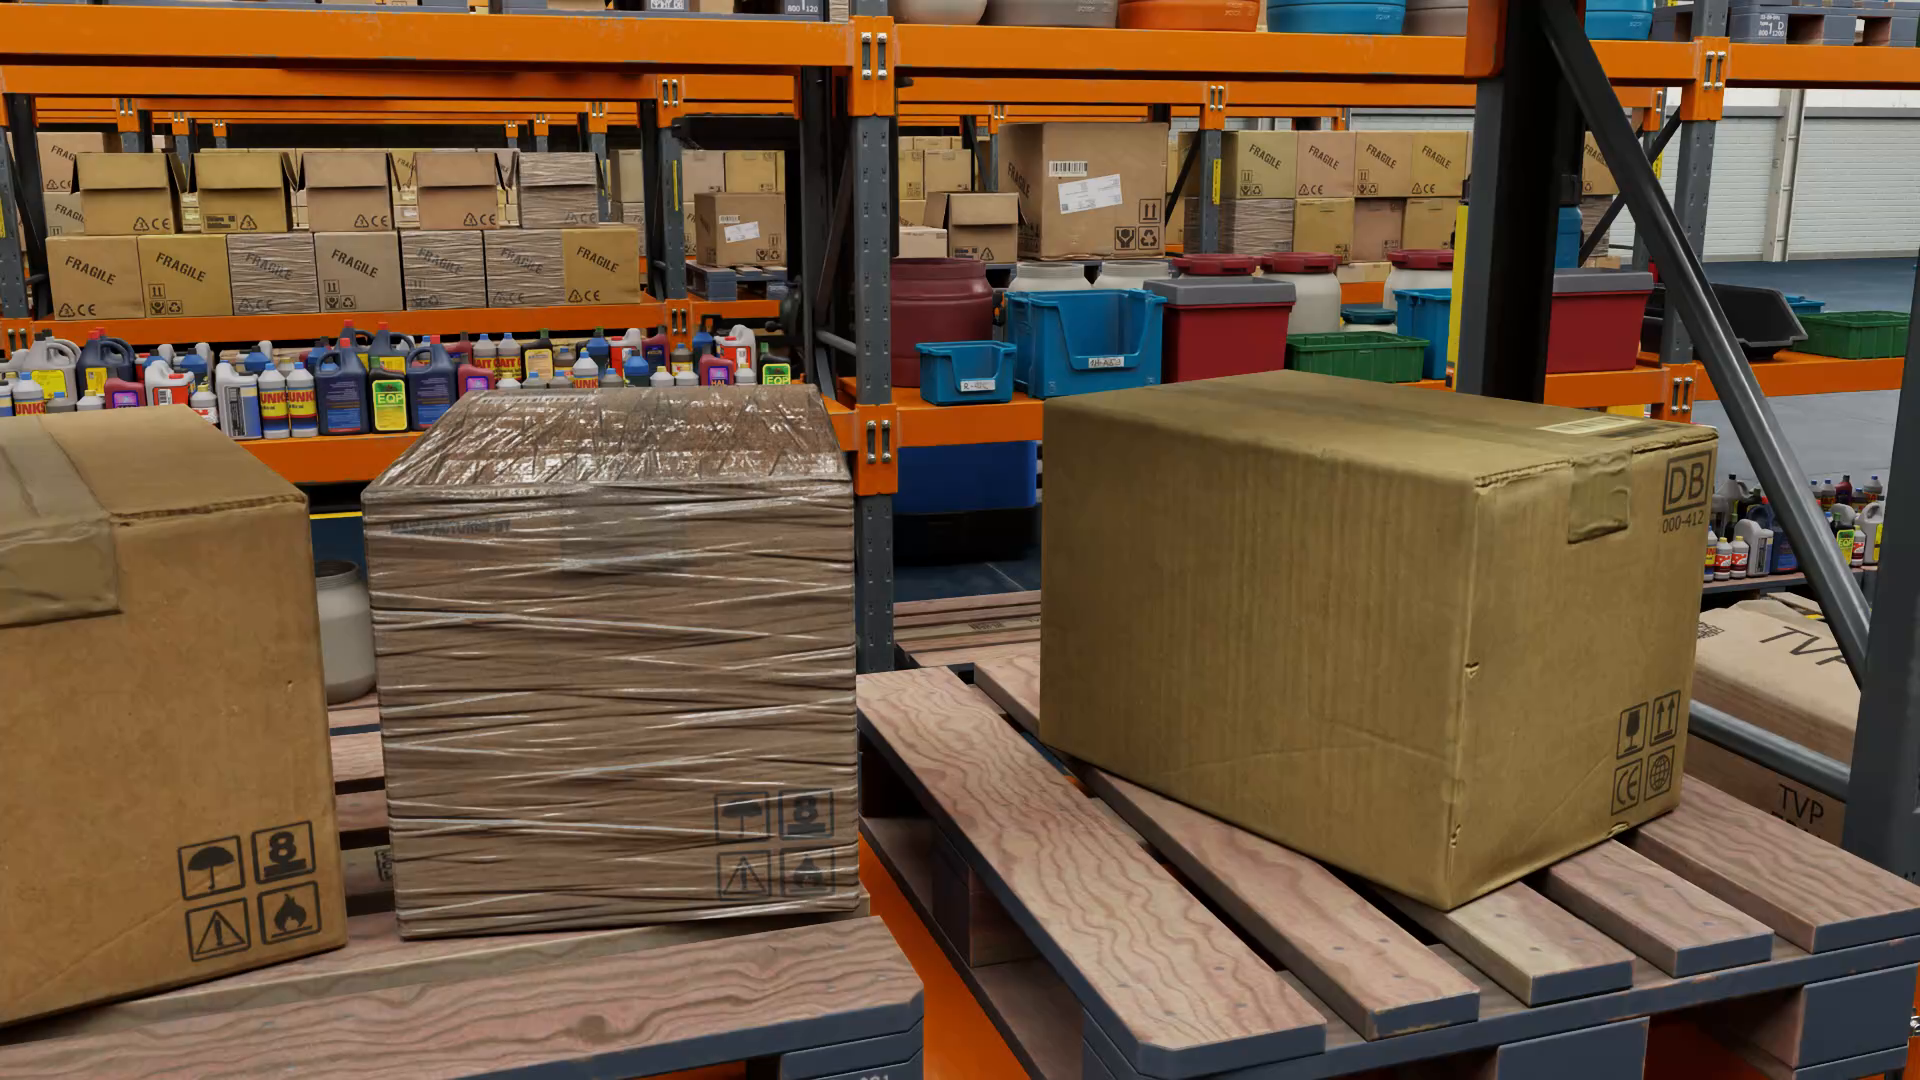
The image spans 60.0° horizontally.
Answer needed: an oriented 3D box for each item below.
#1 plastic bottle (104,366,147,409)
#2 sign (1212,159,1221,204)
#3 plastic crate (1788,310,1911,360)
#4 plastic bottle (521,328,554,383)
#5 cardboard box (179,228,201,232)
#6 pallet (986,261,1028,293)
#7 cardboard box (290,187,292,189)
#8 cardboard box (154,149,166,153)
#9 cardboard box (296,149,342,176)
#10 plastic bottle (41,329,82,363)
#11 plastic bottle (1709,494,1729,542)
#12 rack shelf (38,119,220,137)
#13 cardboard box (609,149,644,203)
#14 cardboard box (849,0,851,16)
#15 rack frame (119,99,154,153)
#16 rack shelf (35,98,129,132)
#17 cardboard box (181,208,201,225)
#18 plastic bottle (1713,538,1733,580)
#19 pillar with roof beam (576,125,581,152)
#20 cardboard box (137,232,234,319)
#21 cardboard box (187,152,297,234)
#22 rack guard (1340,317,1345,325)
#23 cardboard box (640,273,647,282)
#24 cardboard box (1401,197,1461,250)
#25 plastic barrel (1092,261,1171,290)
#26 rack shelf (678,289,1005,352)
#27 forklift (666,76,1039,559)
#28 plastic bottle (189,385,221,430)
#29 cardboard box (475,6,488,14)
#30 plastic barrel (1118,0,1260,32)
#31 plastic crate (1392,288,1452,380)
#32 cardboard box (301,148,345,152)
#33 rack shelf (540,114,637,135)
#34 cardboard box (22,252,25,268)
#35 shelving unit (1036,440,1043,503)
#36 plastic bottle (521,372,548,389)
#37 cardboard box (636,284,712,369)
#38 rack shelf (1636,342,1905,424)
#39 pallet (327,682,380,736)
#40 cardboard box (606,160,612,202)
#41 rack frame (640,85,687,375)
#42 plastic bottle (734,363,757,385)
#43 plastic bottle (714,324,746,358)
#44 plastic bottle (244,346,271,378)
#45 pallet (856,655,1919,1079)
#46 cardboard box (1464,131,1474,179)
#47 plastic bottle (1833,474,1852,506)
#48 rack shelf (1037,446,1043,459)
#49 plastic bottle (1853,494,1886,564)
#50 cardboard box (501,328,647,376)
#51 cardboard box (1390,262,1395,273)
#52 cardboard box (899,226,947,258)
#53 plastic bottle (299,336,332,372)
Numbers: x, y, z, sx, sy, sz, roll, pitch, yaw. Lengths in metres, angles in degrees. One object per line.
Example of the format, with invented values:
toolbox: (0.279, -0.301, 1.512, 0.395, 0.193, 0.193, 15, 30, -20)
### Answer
plastic bottle: (-2.960, -0.475, 5.909, 0.133, 0.283, 0.061, -4, 14, -18)
sign: (1.898, -2.651, 12.304, 0.005, 0.325, 0.100, -4, 14, -18)
plastic crate: (4.674, -1.058, 8.567, 0.662, 0.188, 0.450, -4, 14, -18)
plastic bottle: (-1.806, -0.759, 7.103, 0.133, 0.283, 0.061, -4, 14, -18)
cardboard box: (-5.037, -1.797, 10.999, 0.500, 0.500, 0.500, -4, 14, -16)
pallet: (-0.210, -1.976, 12.381, 1.213, 0.211, 1.003, -4, 14, -18)
cardboard box: (-6.284, -3.216, 15.531, 0.250, 0.149, 0.380, -5, 14, -18)
cardboard box: (-9.384, -4.232, 19.075, 0.500, 0.500, 0.500, -5, 14, -19)
cardboard box: (-7.567, -4.377, 19.685, 0.500, 0.500, 0.500, -5, 14, -19)
plastic bottle: (-3.518, -0.648, 6.492, 0.185, 0.351, 0.144, -4, 14, -18)
plastic bottle: (4.069, -0.106, 9.042, 0.135, 0.276, 0.152, -4, 14, -18)
rack shelf: (-12.507, -5.842, 23.295, 4.000, 0.370, 1.077, -4, 14, -18)
cardboard box: (-3.131, -3.575, 16.315, 0.500, 0.500, 0.700, -5, 14, -18)
cardboard box: (-0.590, -3.719, 11.516, 0.500, 0.500, 0.500, -5, 14, -20)
rack frame: (-7.351, -2.714, 15.071, 0.127, 3.000, 1.000, -4, 14, -18)
rack shelf: (-9.246, -3.676, 14.186, 4.000, 0.370, 1.077, -4, 14, -18)
cardboard box: (-6.831, -2.869, 14.715, 0.250, 0.149, 0.380, -4, 14, -17)
plastic bottle: (3.835, 0.090, 8.381, 0.097, 0.201, 0.097, 0, 13, 0)
pillar with roof beam: (-4.500, -7.444, 21.992, 0.400, 9.000, 9.100, -4, 14, -18)
cardboard box: (-4.873, -1.684, 10.524, 0.500, 0.500, 0.500, -4, 14, -18)
cardboard box: (-4.608, -2.253, 10.747, 0.637, 0.503, 0.797, -4, 14, -17)
rack guard: (4.045, -2.385, 19.091, 0.348, 0.500, 1.175, -4, 14, -18)
cardboard box: (-4.970, -4.368, 26.247, 0.625, 0.625, 0.875, -5, 14, -20)
cardboard box: (3.578, -2.538, 13.473, 0.500, 0.500, 0.875, -4, 14, -18)
plastic barrel: (0.812, -1.036, 7.774, 0.421, 0.512, 0.421, 0, 13, 0)
rack shelf: (-0.178, -1.712, 12.411, 4.000, 0.370, 1.077, -4, 14, -18)
forklift: (-1.115, -1.355, 9.508, 3.031, 2.935, 1.130, -3, 14, -13)
plastic bottle: (-2.728, -0.457, 6.013, 0.097, 0.201, 0.097, 0, 13, 0)
cardboard box: (-4.341, -4.762, 15.327, 0.258, 0.266, 0.396, -4, 14, -18)
plastic barrel: (0.974, -2.557, 7.001, 0.708, 0.830, 0.600, -4, 14, -18)
plastic crate: (2.351, -0.966, 7.754, 0.575, 0.384, 0.392, -4, 14, -18)
cardboard box: (-7.707, -4.488, 20.153, 0.500, 0.500, 0.500, -4, 14, -16)
rack shelf: (-3.339, -5.344, 21.202, 4.000, 0.370, 1.077, -4, 14, -18)
cardboard box: (-8.295, -2.466, 14.571, 0.250, 0.149, 0.380, -5, 14, -20)
shelving unit: (0.459, -0.462, 10.139, 0.210, 0.900, 0.258, -3, 14, -13)
plastic bottle: (-1.629, -0.543, 6.373, 0.097, 0.201, 0.097, 0, 13, 0)
cardboard box: (-2.954, -2.144, 16.630, 0.750, 0.750, 1.050, -5, 14, -19)
rack shelf: (5.193, -0.921, 9.085, 4.000, 0.370, 1.077, -4, 14, -18)
pallet: (-2.382, 0.685, 6.805, 1.213, 0.211, 1.003, -4, 14, -18)
cardboard box: (-4.242, -4.508, 20.845, 0.500, 0.500, 0.500, -4, 14, -15)
rack frame: (-2.073, -1.914, 11.707, 0.127, 3.000, 1.000, -4, 14, -18)
plastic bottle: (-0.856, -0.603, 6.626, 0.097, 0.201, 0.097, 0, 13, 0)
plastic bottle: (-1.007, -0.806, 7.319, 0.135, 0.276, 0.152, -4, 14, -18)
plastic bottle: (-2.785, -0.635, 6.609, 0.097, 0.271, 0.097, 0, 13, 0)
pallet: (0.462, 0.418, 2.319, 1.003, 0.211, 1.213, -4, 14, -18)
cardboard box: (4.120, -3.015, 13.316, 0.500, 0.500, 0.500, -4, 14, -18)
plastic bottle: (5.050, -0.233, 9.557, 0.133, 0.283, 0.061, -4, 14, -17)
rack shelf: (0.459, -0.517, 10.126, 0.200, 0.077, 0.258, -3, 14, -13)
plastic bottle: (4.777, -0.062, 8.695, 0.185, 0.351, 0.144, -5, 14, -19)
cardboard box: (-2.734, -1.038, 11.710, 0.875, 0.875, 1.225, -5, 14, -21)
cardboard box: (3.435, -2.151, 13.245, 0.250, 0.149, 0.380, -4, 14, -18)
cardboard box: (-0.412, -2.119, 11.984, 0.500, 0.250, 0.500, -5, 14, -20)
plastic bottle: (-2.638, -0.694, 6.831, 0.133, 0.283, 0.061, -4, 14, -18)
